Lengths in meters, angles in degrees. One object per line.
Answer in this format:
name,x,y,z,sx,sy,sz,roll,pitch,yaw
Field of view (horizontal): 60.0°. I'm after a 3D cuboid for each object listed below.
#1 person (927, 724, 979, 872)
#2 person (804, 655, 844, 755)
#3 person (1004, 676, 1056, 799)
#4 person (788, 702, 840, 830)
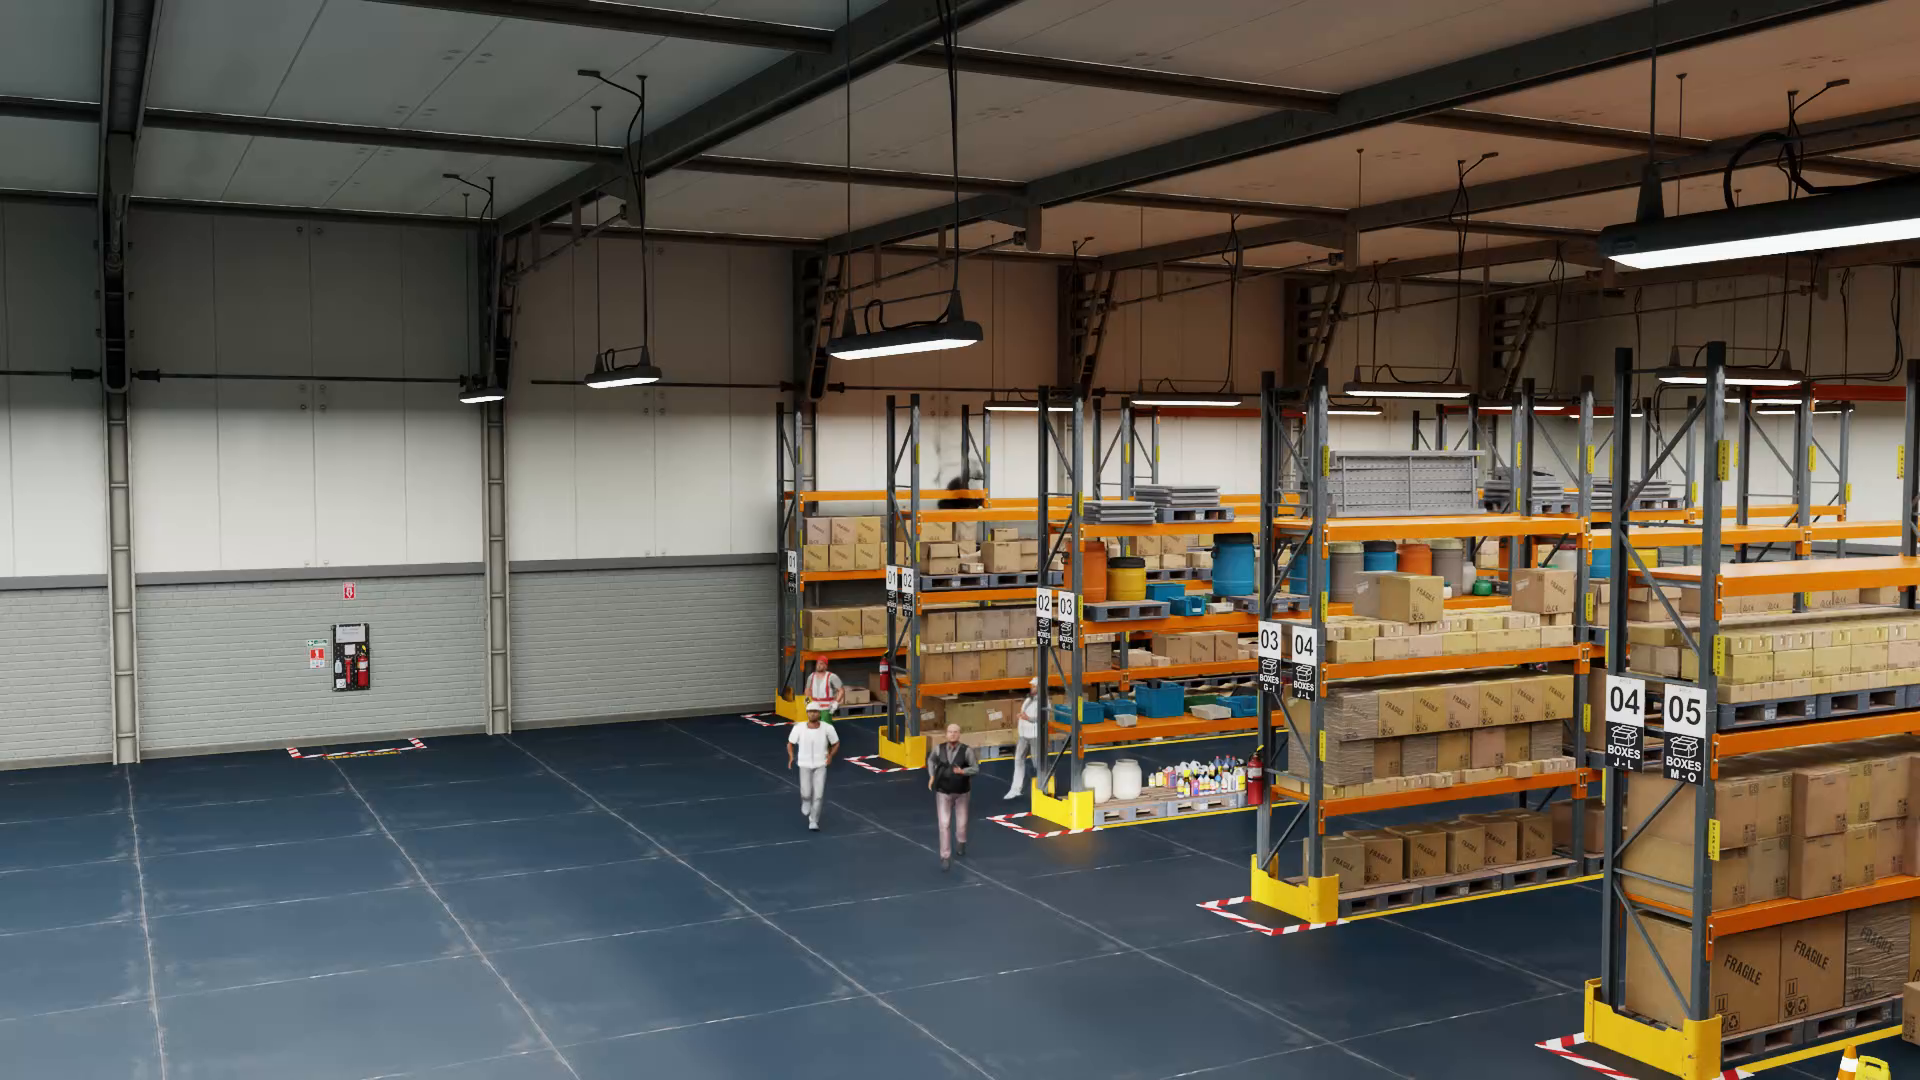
person,-0.087,3.120,20.450,0.651,1.718,0.957,0,3,2
person,-2.254,2.754,27.149,0.668,1.744,0.594,1,3,20
person,1.022,2.881,24.346,0.891,1.757,0.653,-3,4,-38
person,-1.975,3.045,22.484,0.717,1.721,0.578,0,3,-4
